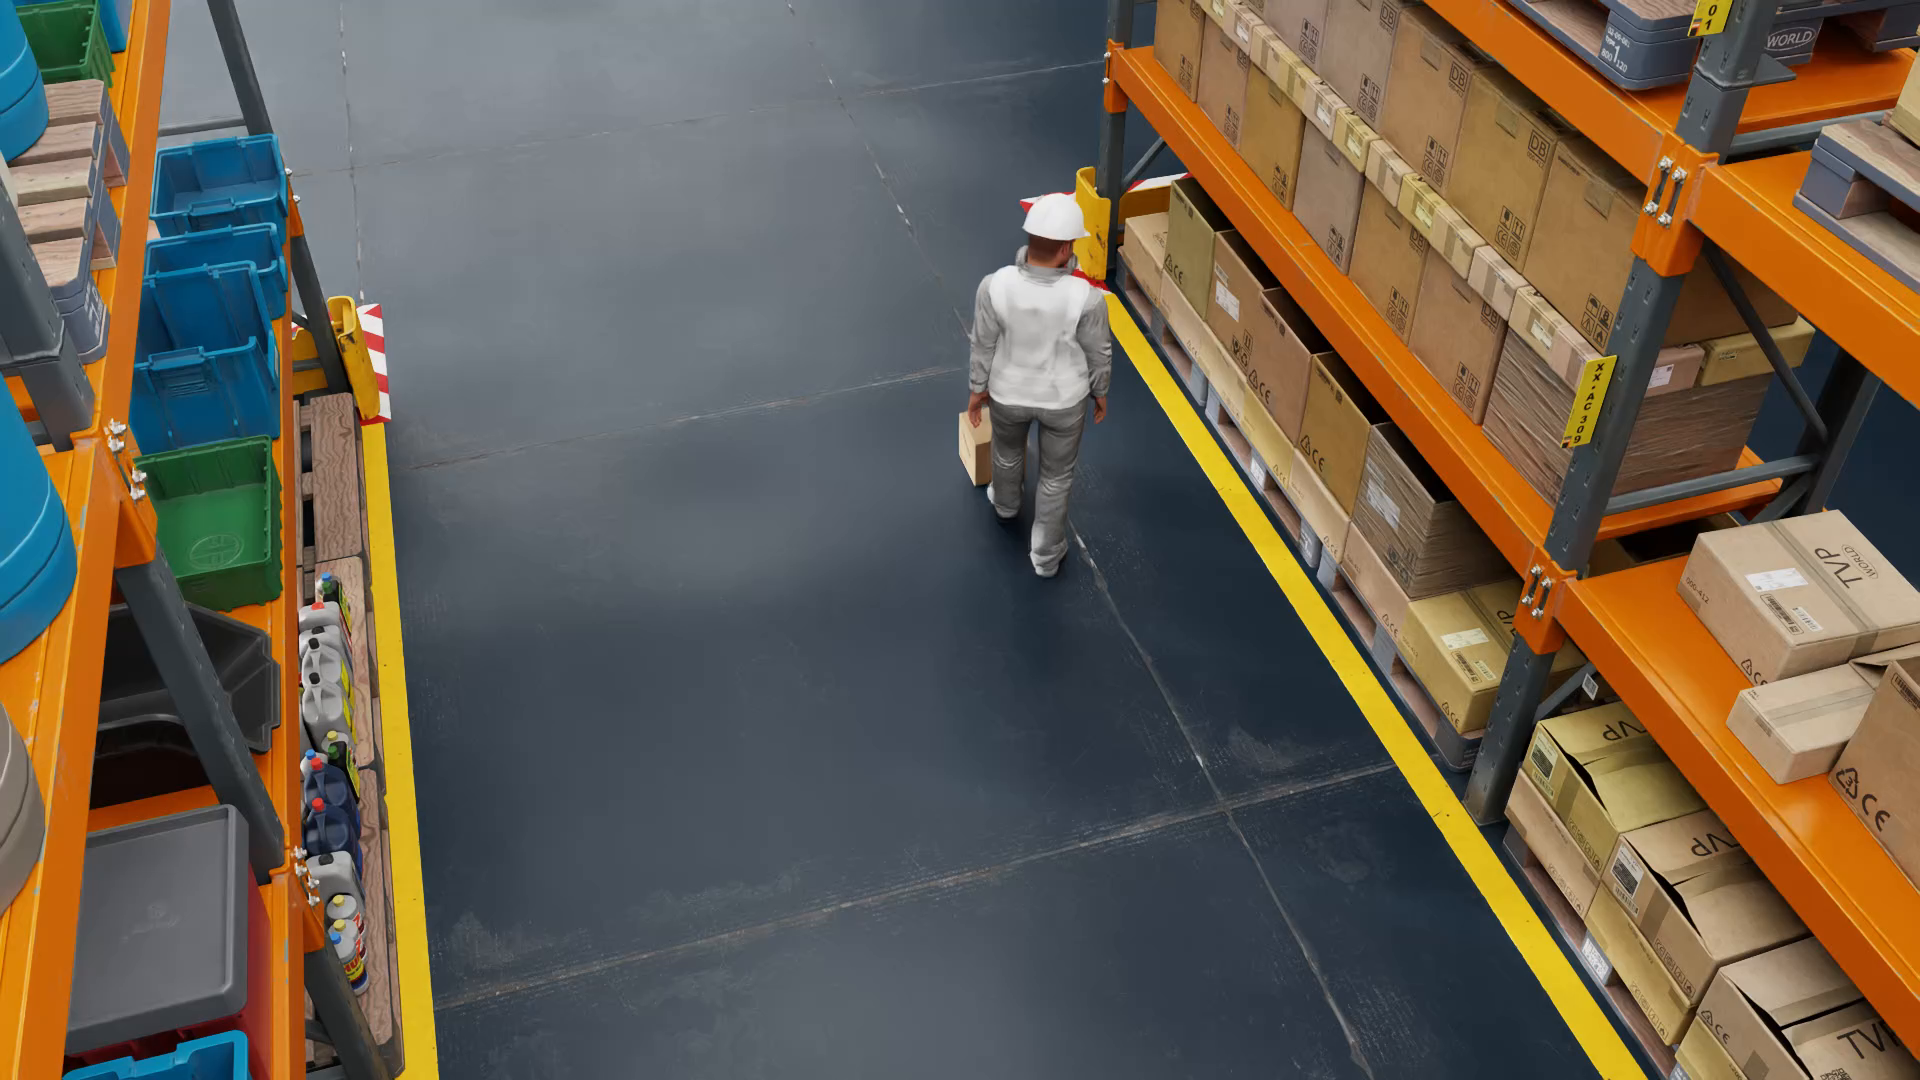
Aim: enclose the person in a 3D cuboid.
[{"bbox_3d":[0.319,-0.694,6.894,0.490,1.765,0.621,8,43,9],"label":"person"}]
